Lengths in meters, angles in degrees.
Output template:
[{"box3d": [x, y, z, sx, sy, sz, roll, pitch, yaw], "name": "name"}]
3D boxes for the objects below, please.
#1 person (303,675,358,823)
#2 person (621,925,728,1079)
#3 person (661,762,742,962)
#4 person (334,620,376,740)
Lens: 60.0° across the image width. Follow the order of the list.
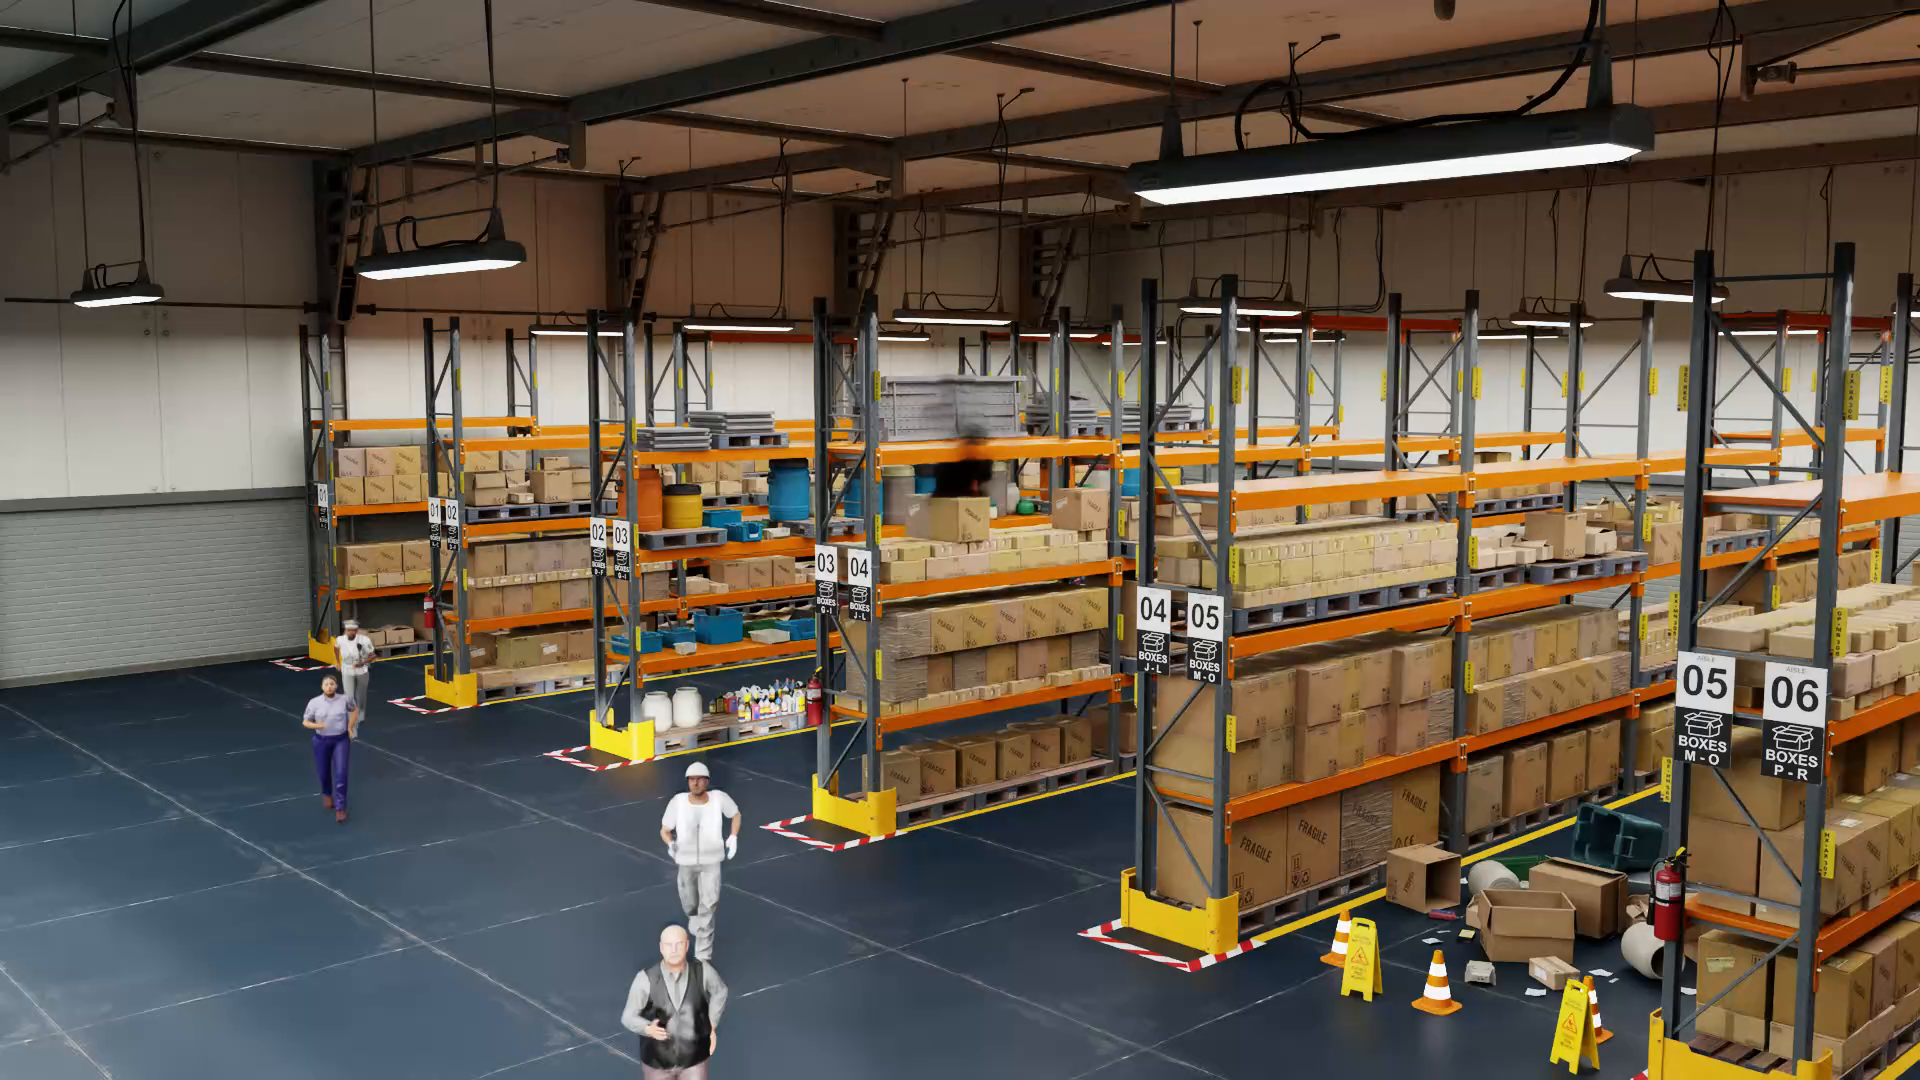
[{"box3d": [-7.283, 2.384, 19.278, 0.608, 1.634, 0.880, -2, 6, -21], "name": "person"}, {"box3d": [-1.756, 3.239, 10.306, 0.661, 1.715, 0.906, -1, 6, -10], "name": "person"}, {"box3d": [-2.273, 2.824, 14.587, 0.694, 1.774, 0.953, 0, 6, -4], "name": "person"}, {"box3d": [-8.672, 1.940, 23.874, 0.580, 1.691, 1.052, -2, 6, -17], "name": "person"}]
